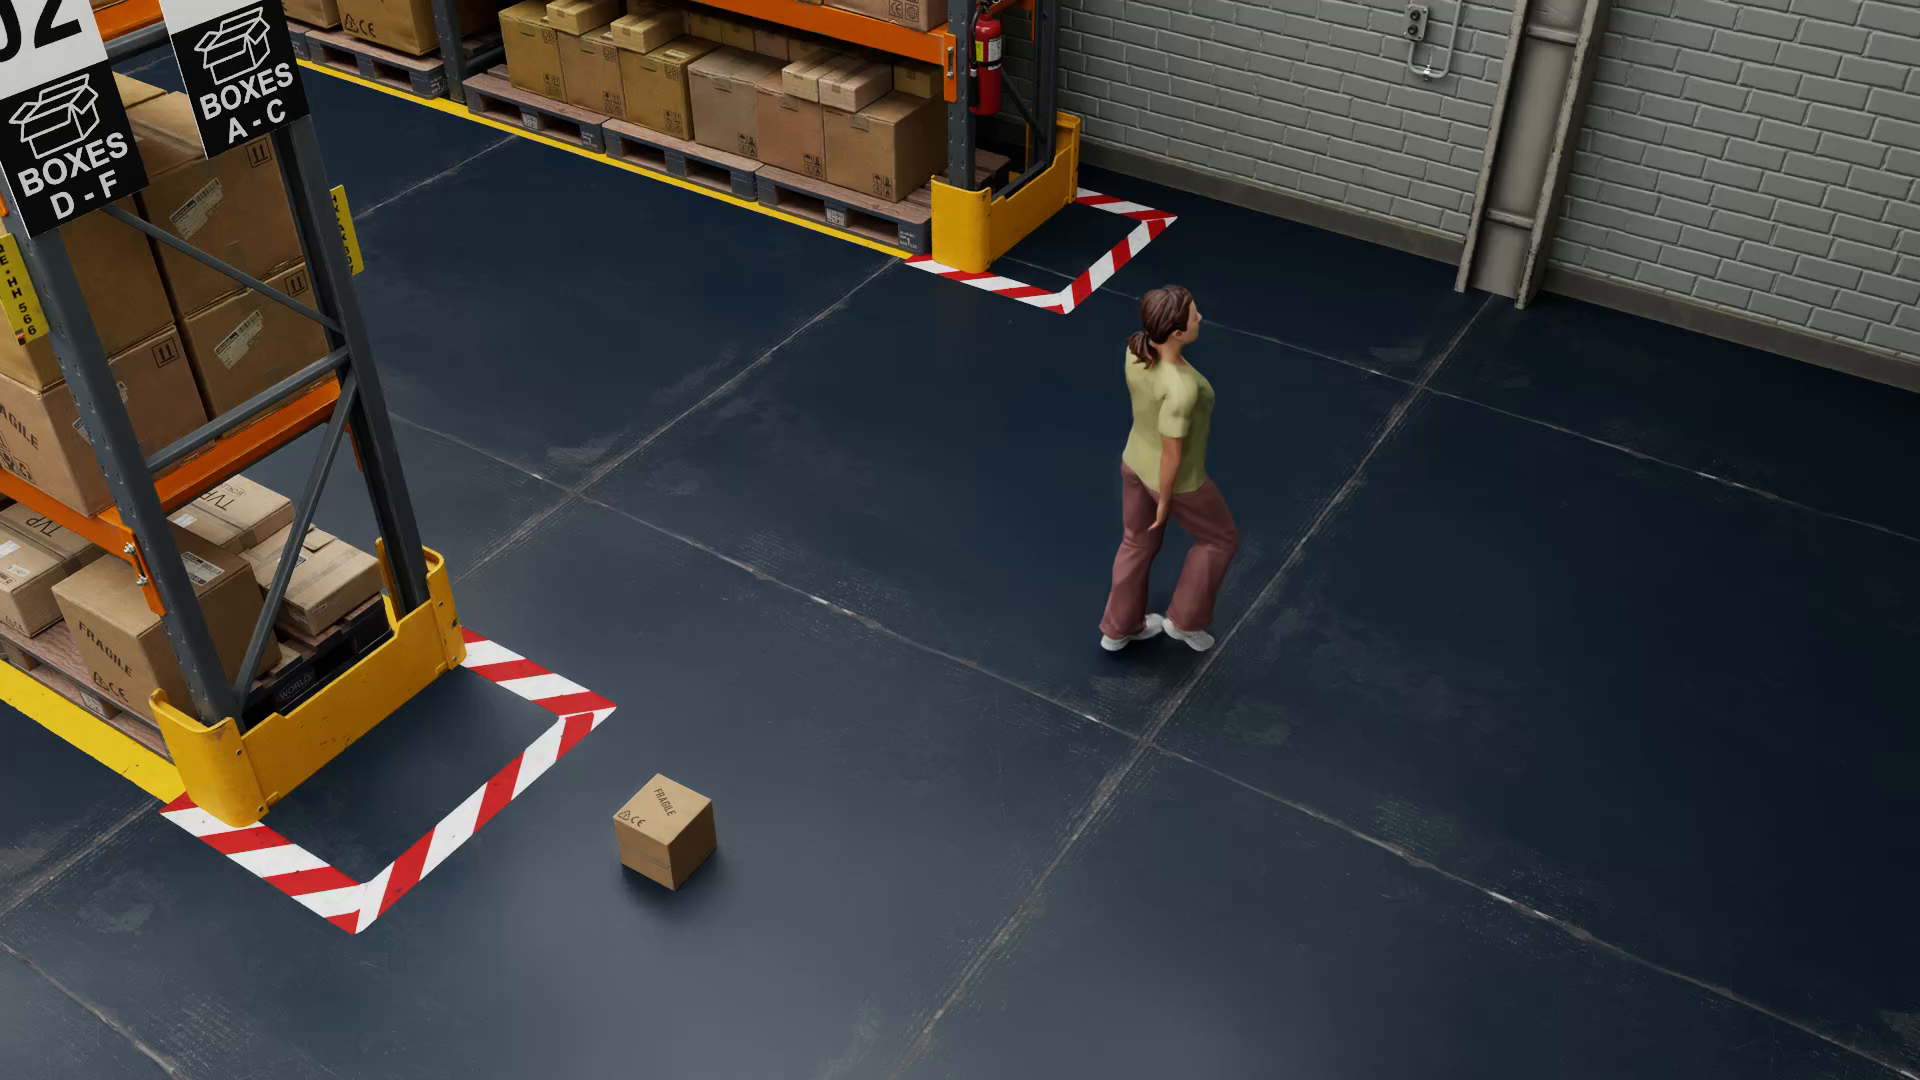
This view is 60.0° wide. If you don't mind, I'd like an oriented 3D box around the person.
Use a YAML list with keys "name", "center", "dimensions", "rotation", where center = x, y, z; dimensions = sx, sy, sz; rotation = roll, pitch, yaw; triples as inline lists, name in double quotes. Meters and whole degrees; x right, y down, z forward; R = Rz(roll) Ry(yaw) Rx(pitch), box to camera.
- name: "person"
  center: [0.808, -0.242, 6.471]
  dimensions: [0.500, 1.722, 0.445]
  rotation: [-19, 42, -22]
